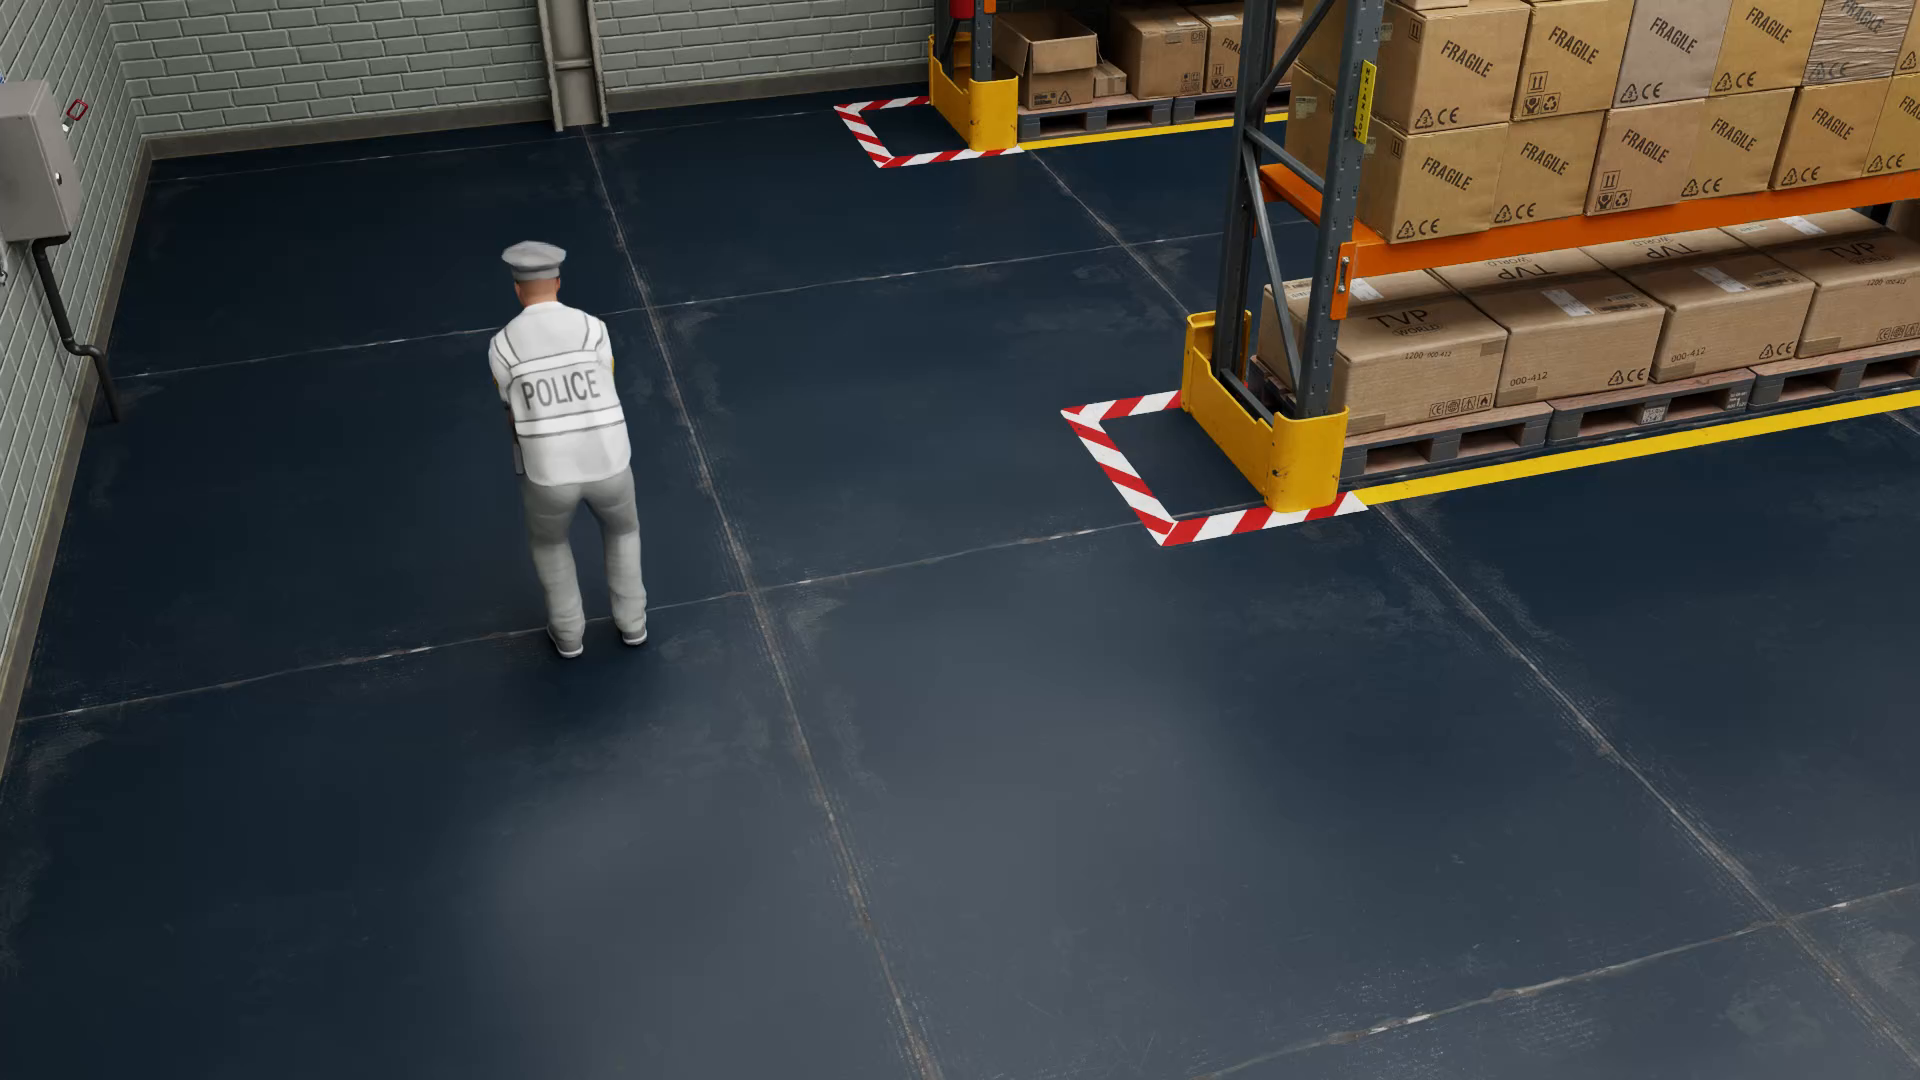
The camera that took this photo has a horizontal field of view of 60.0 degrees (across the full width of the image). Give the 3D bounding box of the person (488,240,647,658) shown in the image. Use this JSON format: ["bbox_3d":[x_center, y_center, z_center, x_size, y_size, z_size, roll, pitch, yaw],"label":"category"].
[{"bbox_3d":[-1.574,-0.328,6.699,0.483,1.681,0.631,-11,35,-16],"label":"person"}]
